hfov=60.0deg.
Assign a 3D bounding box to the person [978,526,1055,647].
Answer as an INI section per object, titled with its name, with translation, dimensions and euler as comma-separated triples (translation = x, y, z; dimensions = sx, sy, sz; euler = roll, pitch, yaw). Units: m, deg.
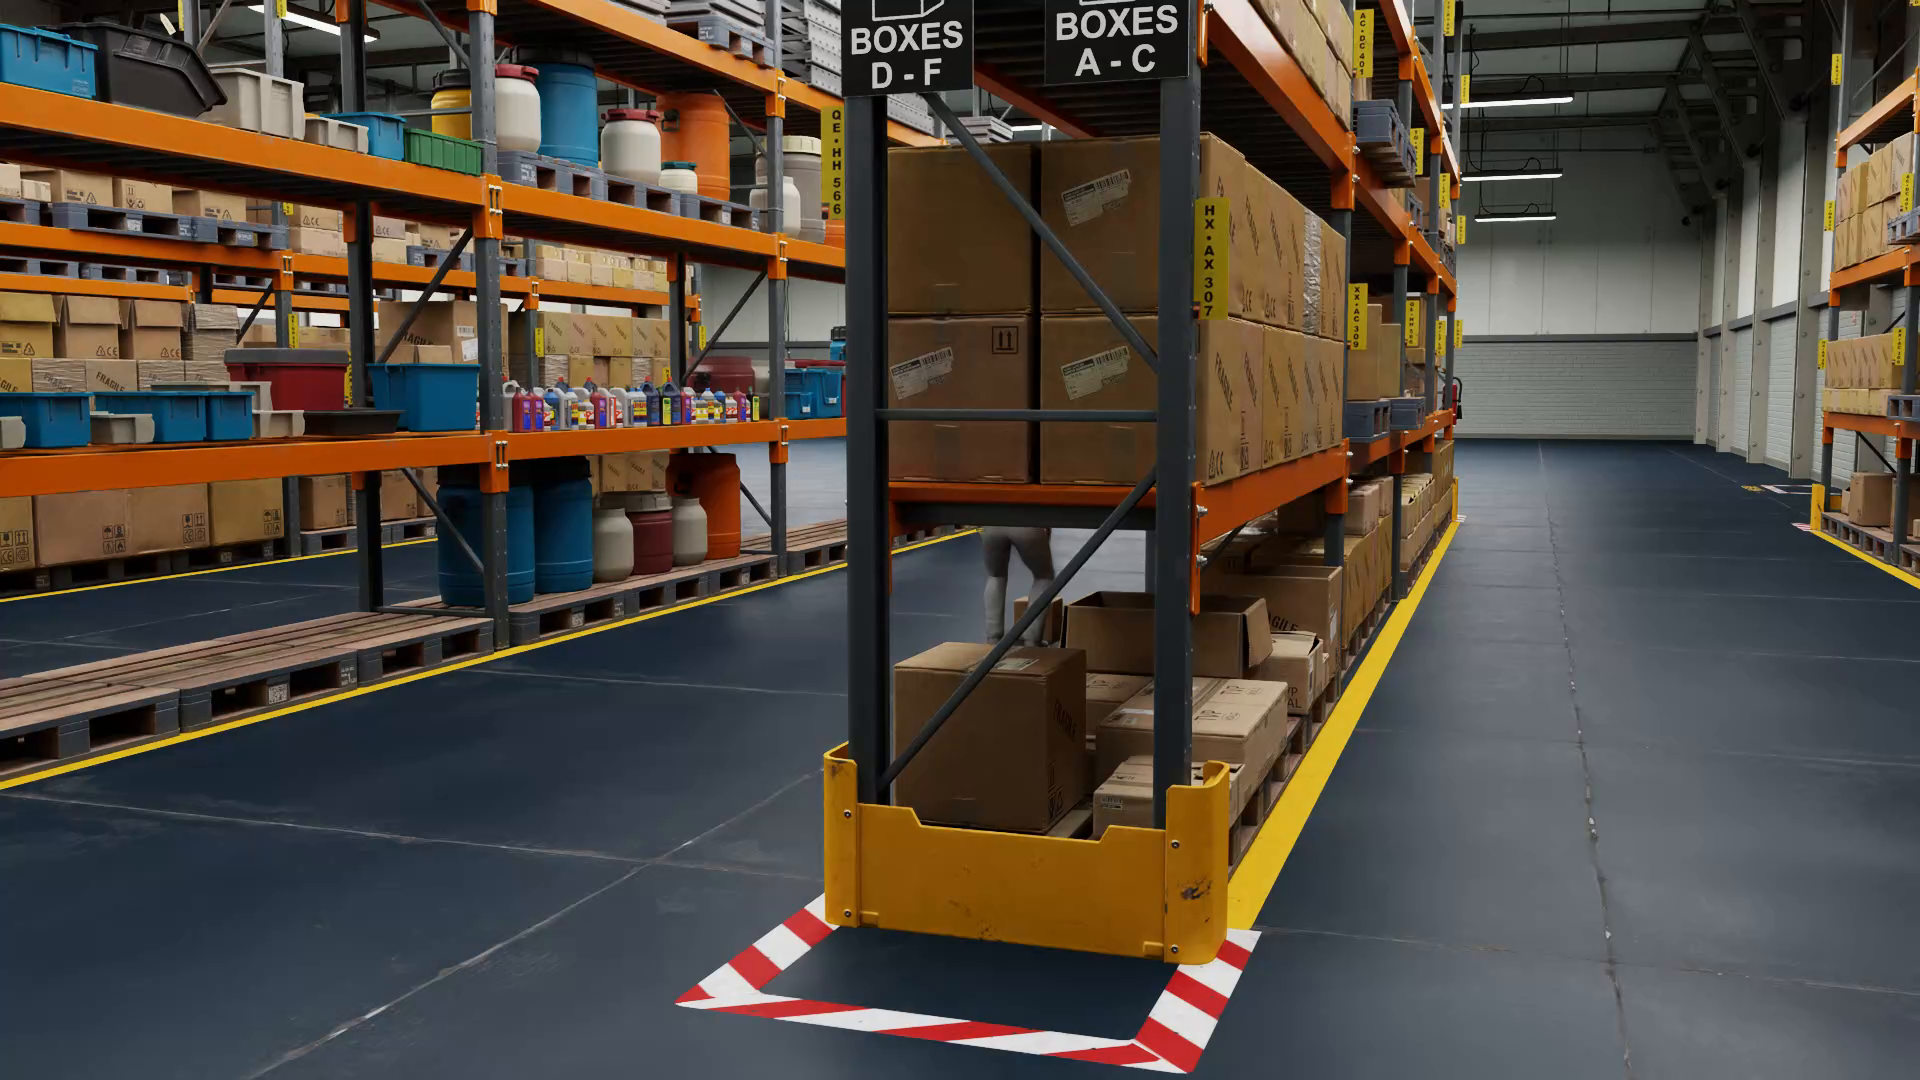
[person]
translation = 0.325, -0.072, 10.042
dimensions = 0.490, 1.487, 0.628
euler = 2, 6, 19
